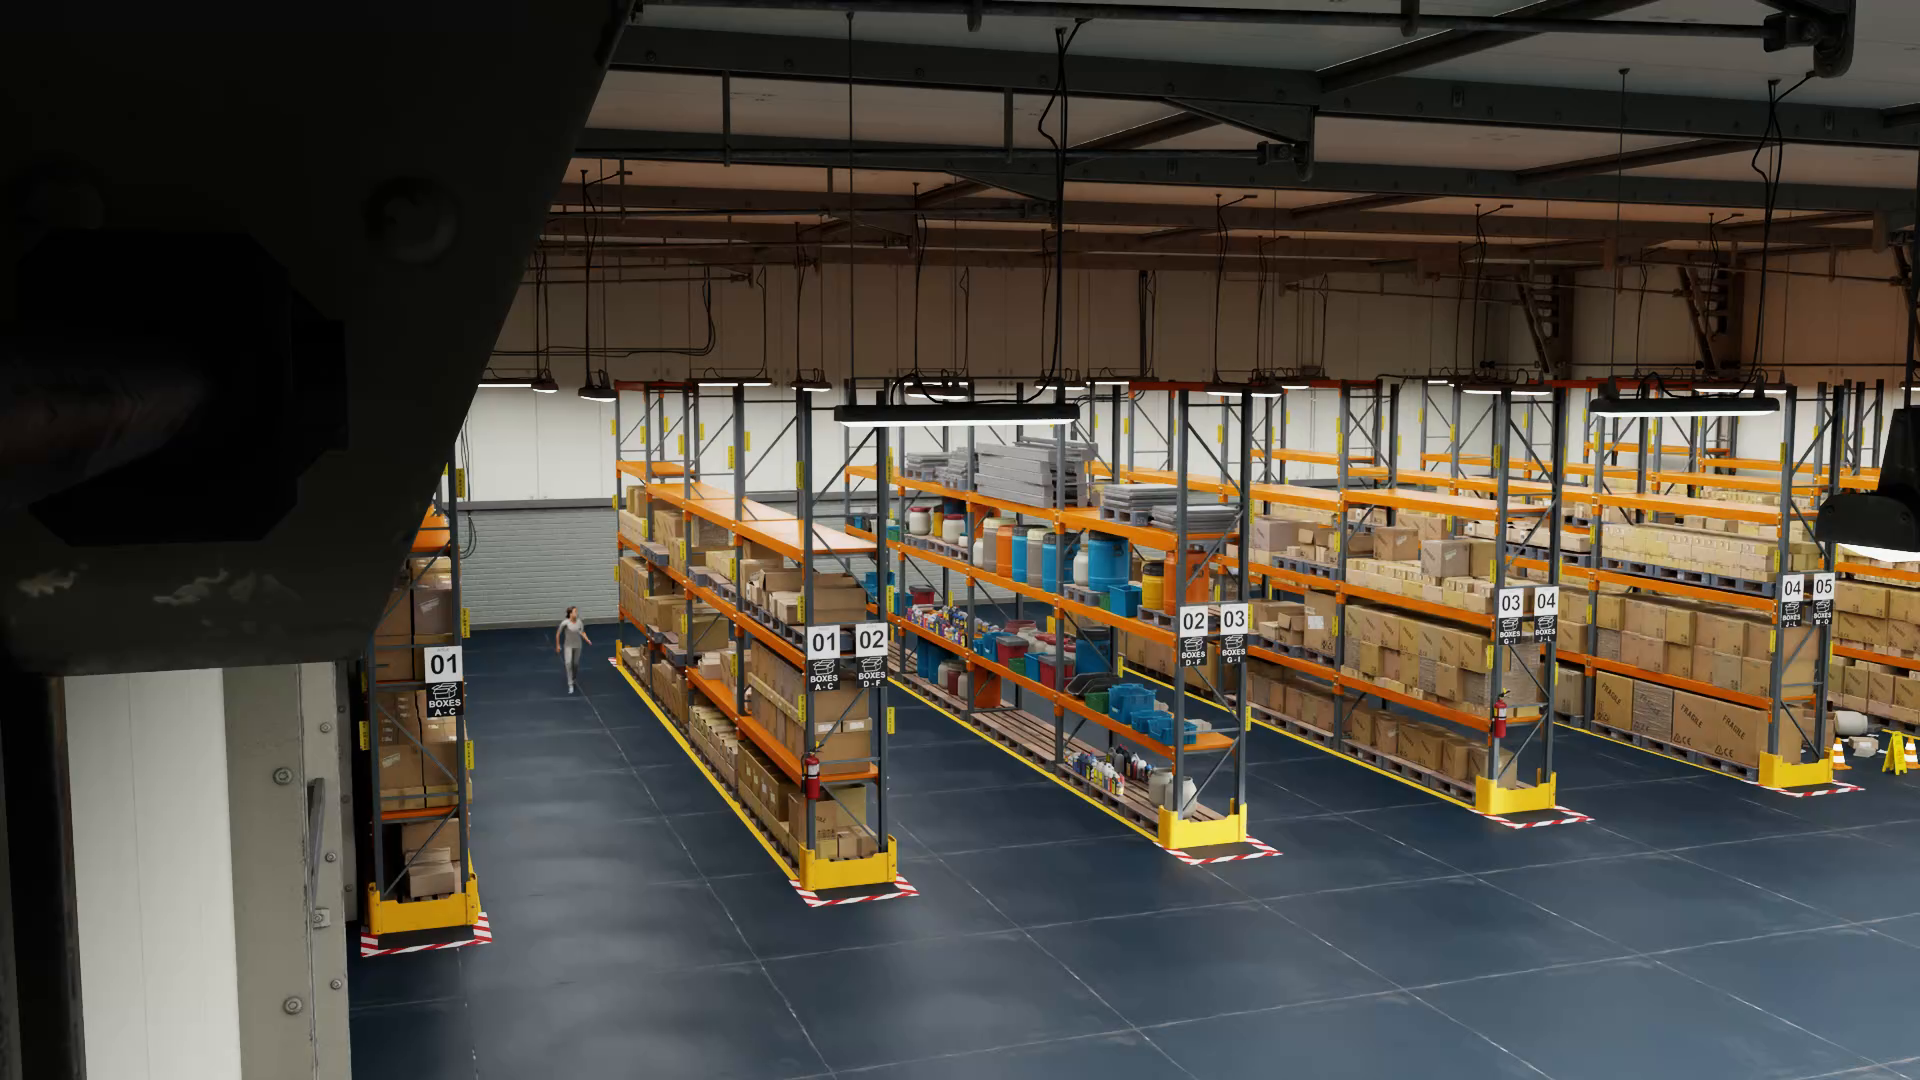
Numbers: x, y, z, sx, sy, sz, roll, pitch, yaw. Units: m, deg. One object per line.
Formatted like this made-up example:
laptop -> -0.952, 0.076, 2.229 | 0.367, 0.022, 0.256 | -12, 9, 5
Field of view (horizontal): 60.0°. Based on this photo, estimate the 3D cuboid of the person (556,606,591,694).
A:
person -> -7.543, 2.102, 32.439 | 0.642, 1.649, 0.982 | -2, 6, -18

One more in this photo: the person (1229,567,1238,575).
person -> 6.853, 1.151, 41.186 | 0.472, 1.644, 0.498 | -3, 7, -24
